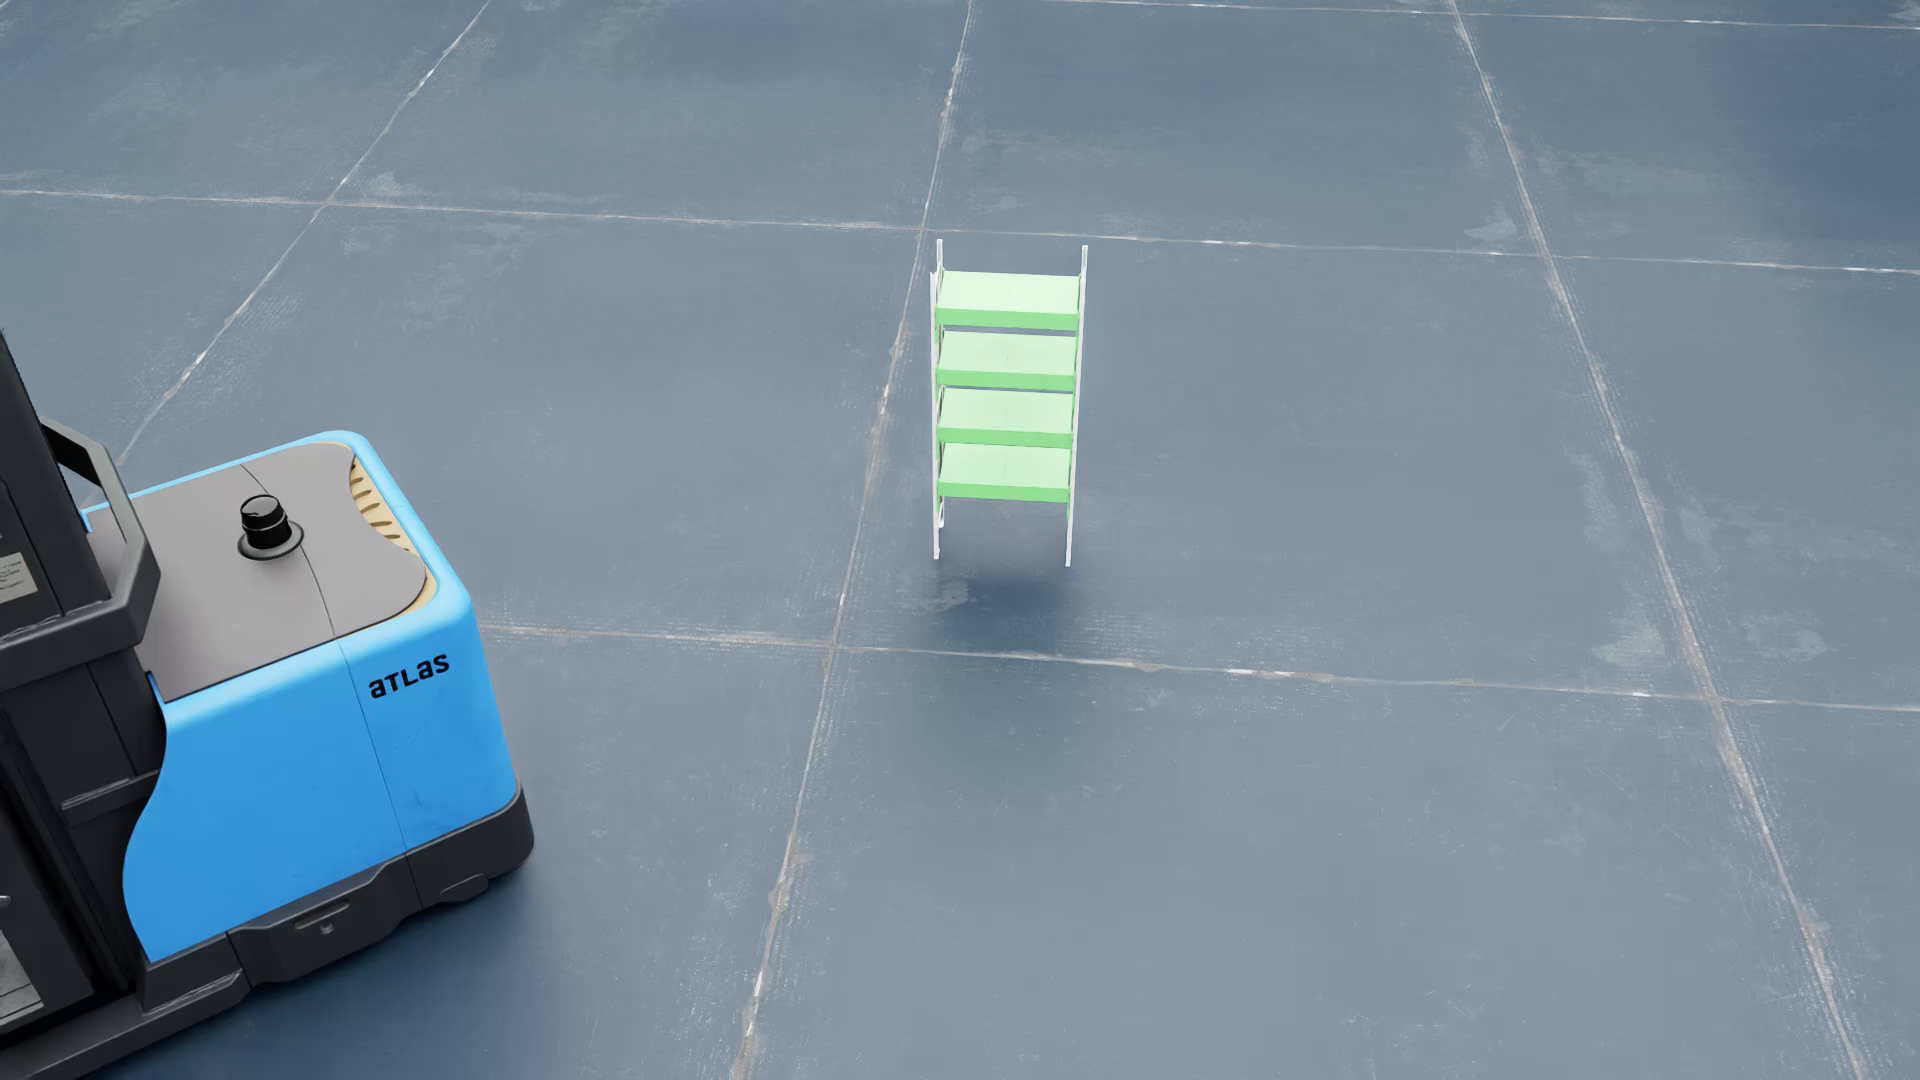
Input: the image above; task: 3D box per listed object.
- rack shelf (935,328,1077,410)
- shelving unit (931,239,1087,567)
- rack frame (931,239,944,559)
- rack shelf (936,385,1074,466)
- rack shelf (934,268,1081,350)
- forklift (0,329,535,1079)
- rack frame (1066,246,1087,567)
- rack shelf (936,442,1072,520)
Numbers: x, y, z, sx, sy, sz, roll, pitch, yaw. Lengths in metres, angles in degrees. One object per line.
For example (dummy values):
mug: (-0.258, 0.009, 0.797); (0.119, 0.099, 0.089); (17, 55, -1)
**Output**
rack shelf: (0.165, -0.593, 5.749); (0.480, 0.148, 0.258); (3, 39, 4)
shelving unit: (0.165, -0.456, 5.860); (0.503, 1.200, 0.258); (3, 39, 4)
rack frame: (-0.078, -0.470, 5.876); (0.015, 1.200, 0.240); (3, 39, 4)
rack shelf: (0.165, -0.407, 5.900); (0.480, 0.148, 0.258); (3, 39, 4)
rack shelf: (0.165, -0.779, 5.597); (0.480, 0.148, 0.258); (3, 39, 4)
forklift: (-2.793, 0.111, 3.792); (3.031, 2.935, 1.130); (-23, 44, -25)
rack frame: (0.408, -0.443, 5.844); (0.015, 1.200, 0.240); (3, 39, 4)
rack shelf: (0.165, -0.221, 6.052); (0.480, 0.148, 0.258); (3, 39, 4)
